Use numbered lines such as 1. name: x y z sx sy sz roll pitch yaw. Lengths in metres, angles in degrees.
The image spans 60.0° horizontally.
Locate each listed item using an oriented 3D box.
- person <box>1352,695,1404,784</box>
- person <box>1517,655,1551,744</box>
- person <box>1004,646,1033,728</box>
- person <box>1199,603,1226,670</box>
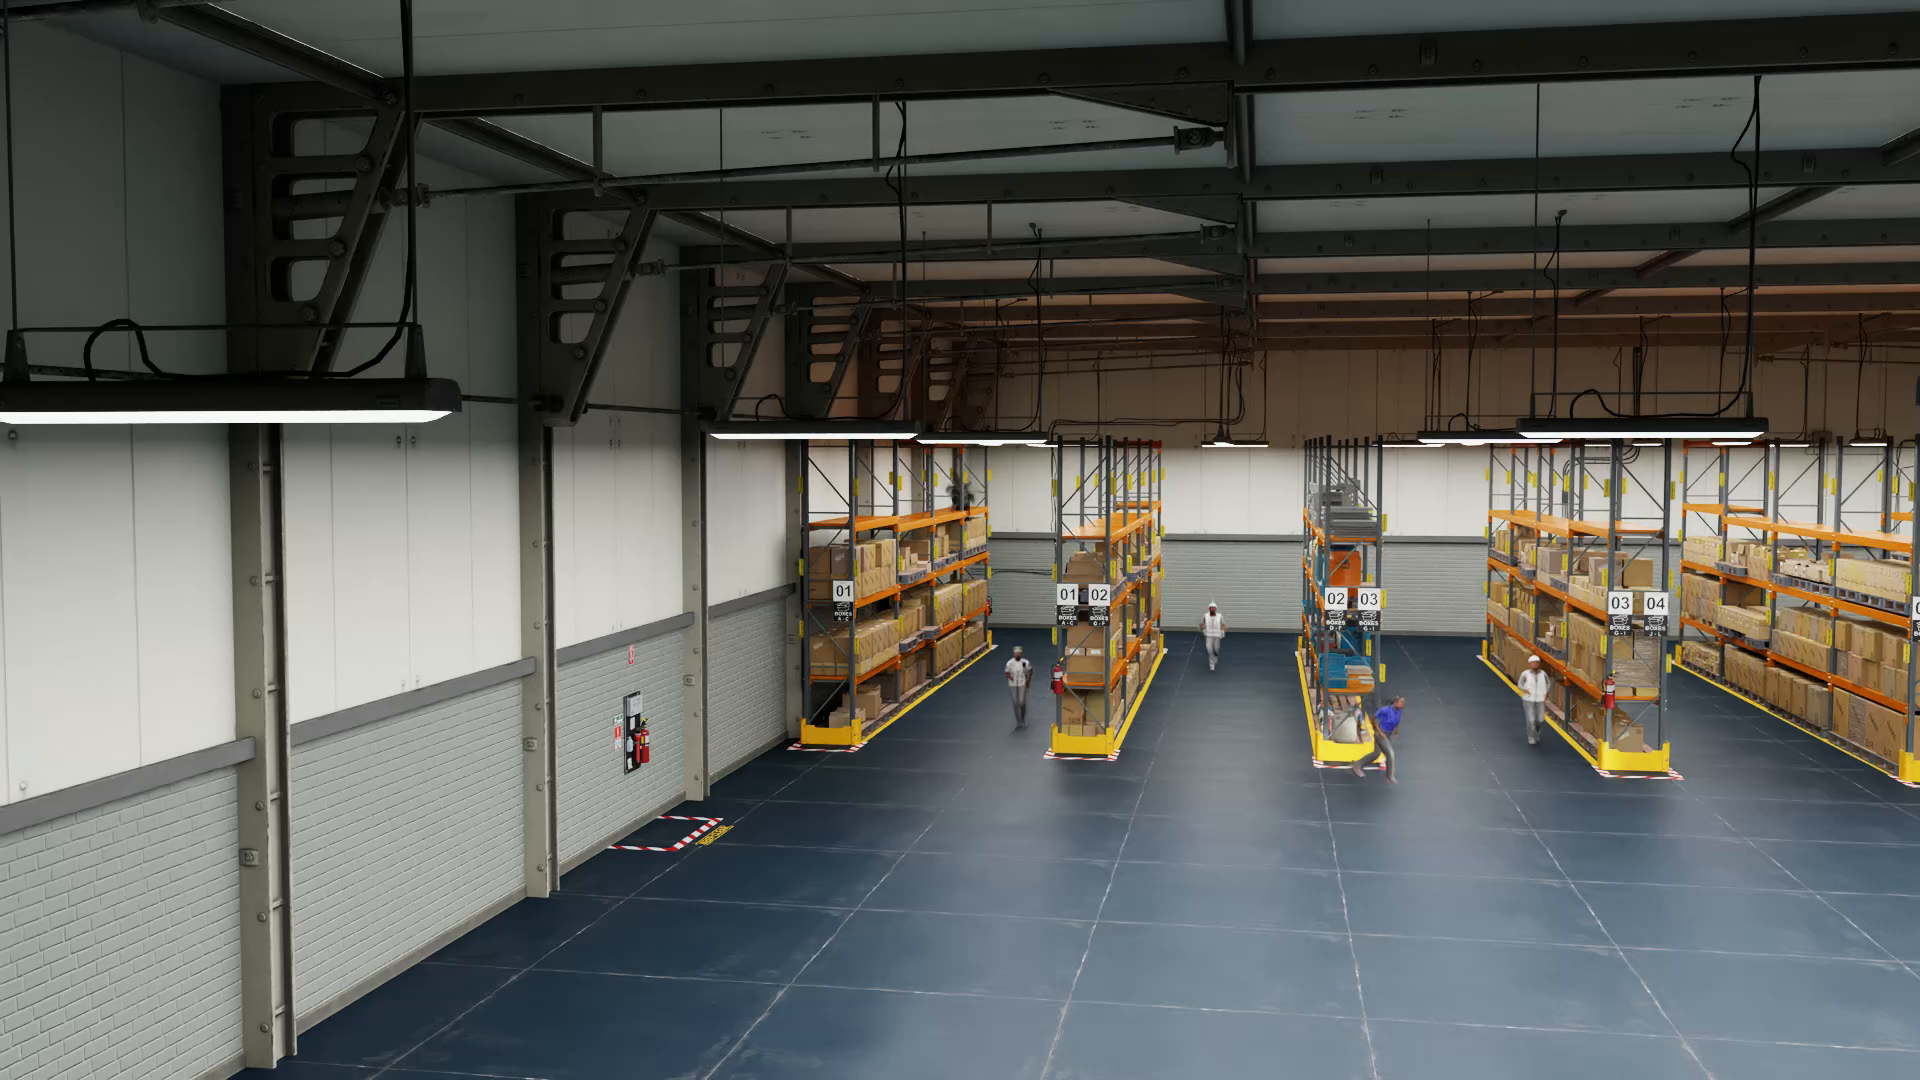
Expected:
1. person: 7.264 3.423 28.759 0.587 1.582 0.922 -3 4 -40
2. person: 11.165 3.109 32.262 0.668 1.733 0.569 0 3 7
3. person: 1.184 3.031 34.317 0.538 1.702 0.675 0 3 9
4. person: 6.595 2.512 43.458 0.682 1.744 0.663 0 3 7
